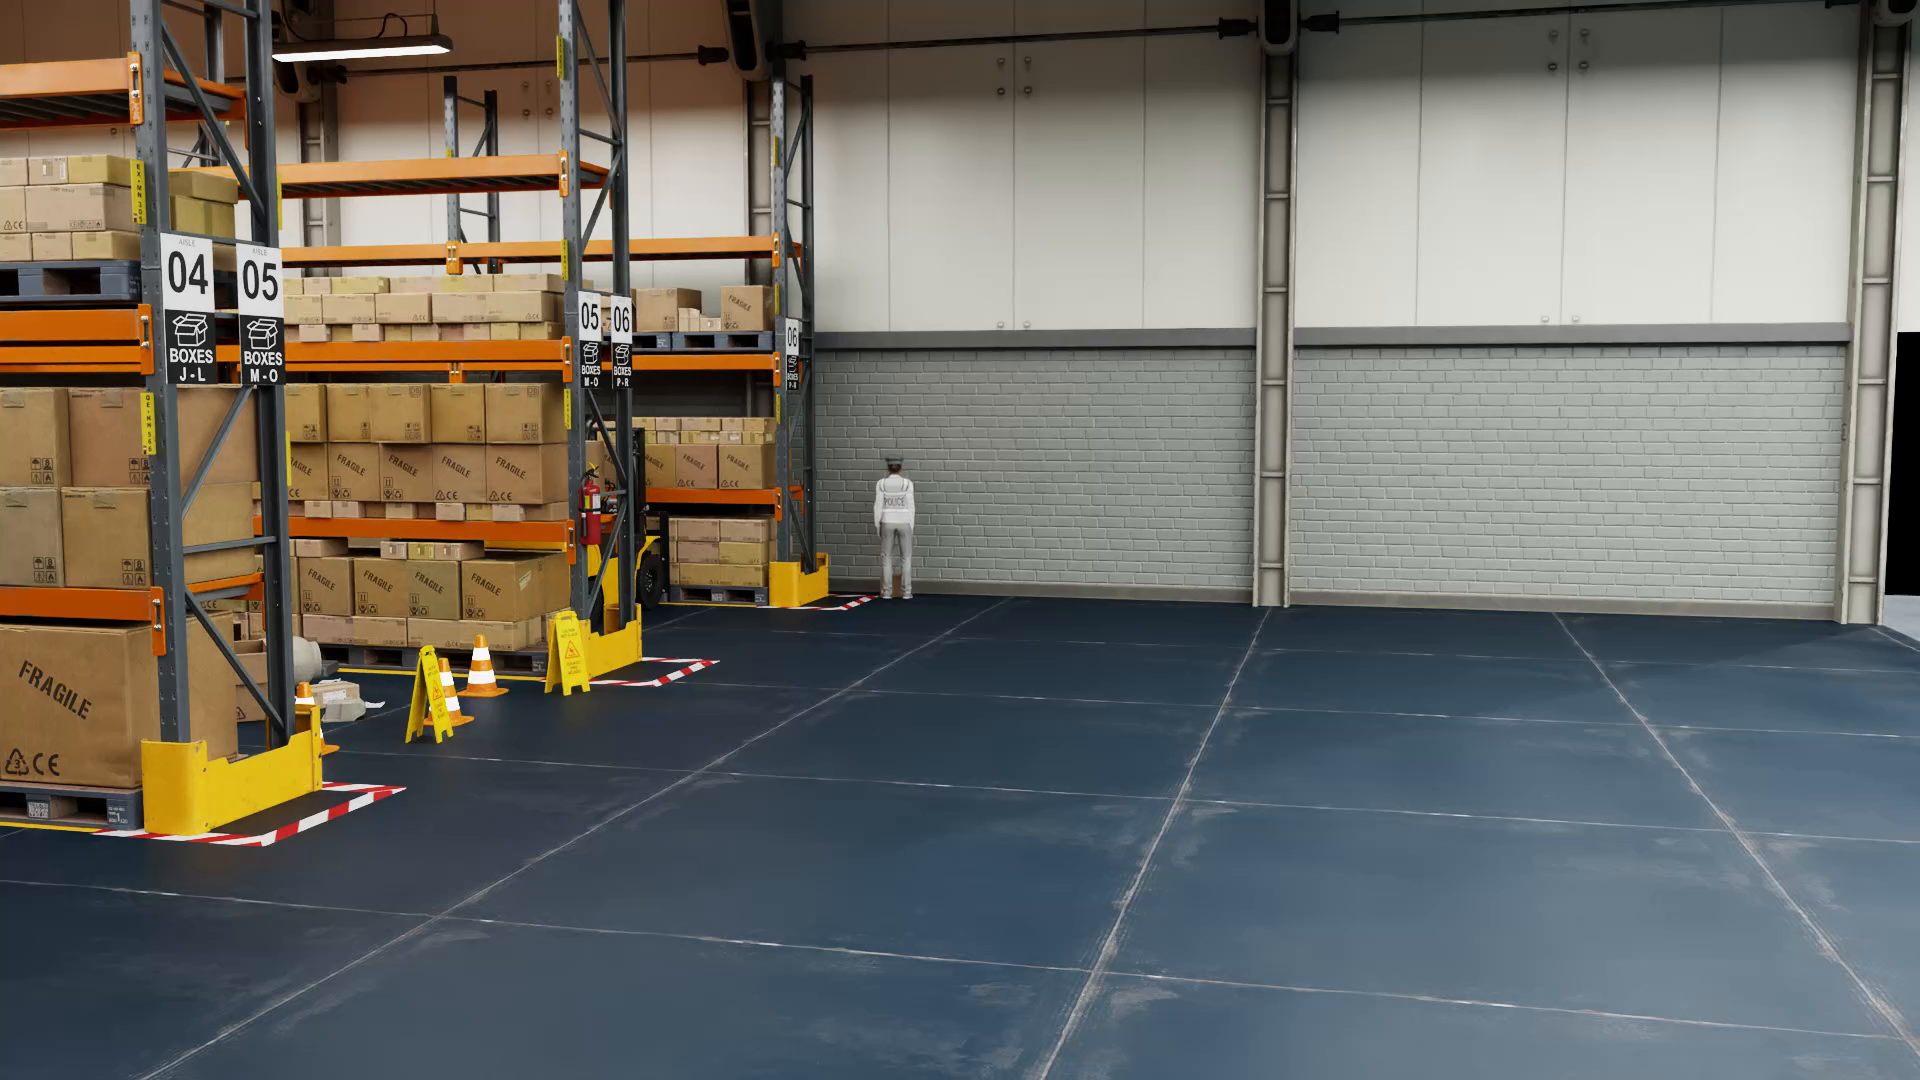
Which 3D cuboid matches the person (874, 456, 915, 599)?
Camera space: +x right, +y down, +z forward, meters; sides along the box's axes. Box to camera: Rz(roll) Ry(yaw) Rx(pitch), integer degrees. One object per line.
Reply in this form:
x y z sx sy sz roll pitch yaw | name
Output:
-0.756 -0.139 19.206 0.473 1.661 0.327 0 5 3 | person
